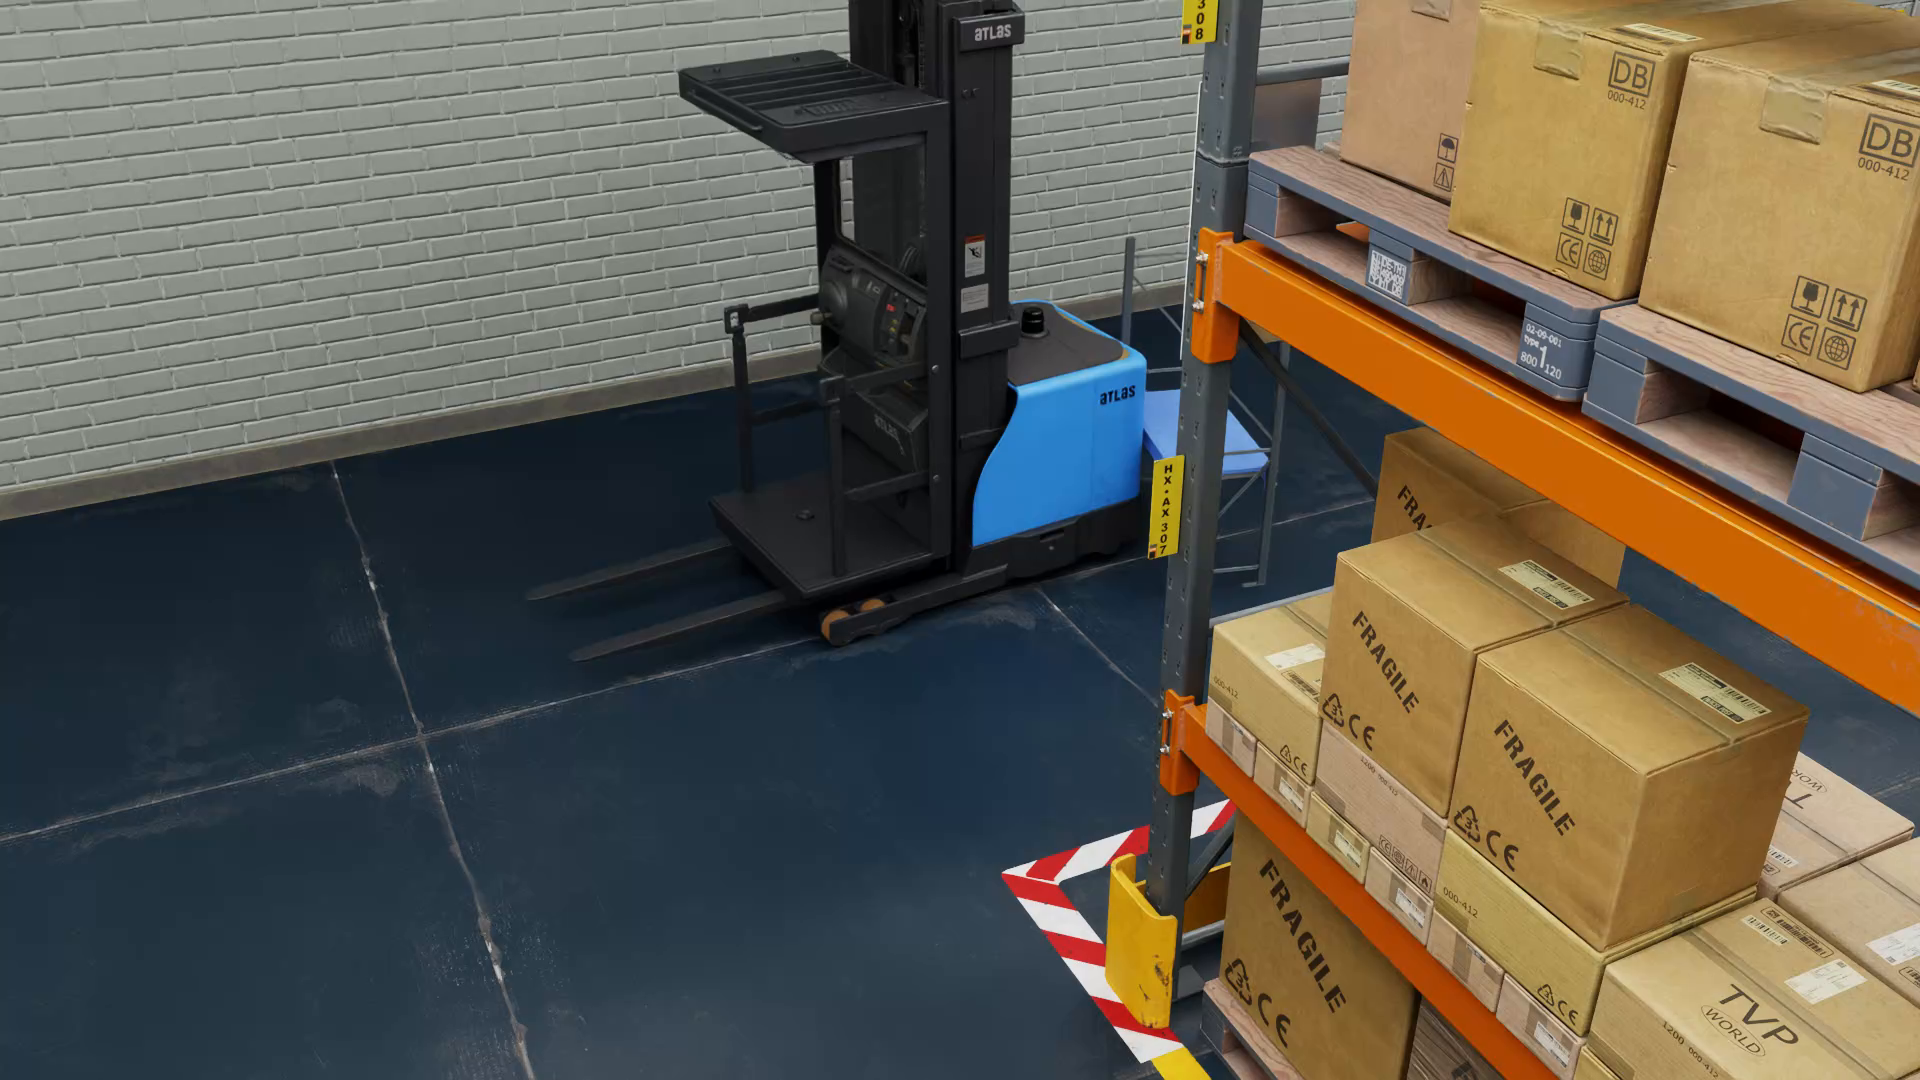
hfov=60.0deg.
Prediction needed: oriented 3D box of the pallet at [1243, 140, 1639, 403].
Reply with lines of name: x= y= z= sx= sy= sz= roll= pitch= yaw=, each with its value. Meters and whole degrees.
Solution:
pallet: x=1.437 y=-0.740 z=4.027 sx=1.003 sy=0.211 sz=1.213 roll=-13 pitch=32 yaw=-22

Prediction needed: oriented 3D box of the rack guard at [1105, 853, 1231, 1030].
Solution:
rack guard: x=1.099 y=1.283 z=5.950 sx=1.175 sy=0.500 sz=0.348 roll=-13 pitch=32 yaw=-22

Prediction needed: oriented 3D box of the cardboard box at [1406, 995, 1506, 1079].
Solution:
cardboard box: x=1.847 y=1.615 z=4.546 sx=0.875 sy=0.875 sz=0.875 roll=-13 pitch=32 yaw=-22

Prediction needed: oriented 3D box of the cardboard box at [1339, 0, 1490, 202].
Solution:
cardboard box: x=1.381 y=-1.157 z=4.045 sx=0.700 sy=0.500 sz=0.500 roll=-15 pitch=33 yaw=-25

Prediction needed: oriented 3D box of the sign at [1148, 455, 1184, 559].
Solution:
sign: x=0.605 y=-0.095 z=4.886 sx=0.100 sy=0.325 sz=0.005 roll=-13 pitch=32 yaw=-22

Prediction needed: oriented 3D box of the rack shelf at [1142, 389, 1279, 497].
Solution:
rack shelf: x=1.185 y=-0.497 z=8.470 sx=0.538 sy=0.185 sz=1.000 roll=-5 pitch=30 yaw=-10

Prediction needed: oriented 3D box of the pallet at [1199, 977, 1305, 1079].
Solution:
pallet: x=1.523 y=1.757 z=5.401 sx=1.003 sy=0.211 sz=1.213 roll=-13 pitch=32 yaw=-22

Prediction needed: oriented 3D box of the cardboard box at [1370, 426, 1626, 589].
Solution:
cardboard box: x=1.556 y=-0.028 z=4.815 sx=0.500 sy=0.500 sz=0.500 roll=-13 pitch=32 yaw=-21

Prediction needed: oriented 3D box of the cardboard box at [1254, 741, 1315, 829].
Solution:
cardboard box: x=1.075 y=0.652 z=4.777 sx=0.380 sy=0.149 sz=0.250 roll=-14 pitch=32 yaw=-23

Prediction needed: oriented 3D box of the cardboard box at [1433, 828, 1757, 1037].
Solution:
cardboard box: x=1.513 y=0.859 z=4.000 sx=0.500 sy=0.250 sz=0.500 roll=-14 pitch=32 yaw=-24

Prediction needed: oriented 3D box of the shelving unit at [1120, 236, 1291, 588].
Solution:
shelving unit: x=1.186 y=-0.654 z=8.382 sx=0.538 sy=1.500 sz=1.048 roll=-5 pitch=30 yaw=-10

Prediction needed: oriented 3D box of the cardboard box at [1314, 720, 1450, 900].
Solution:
cardboard box: x=1.300 y=0.636 z=4.398 sx=0.500 sy=0.250 sz=0.500 roll=-13 pitch=32 yaw=-23

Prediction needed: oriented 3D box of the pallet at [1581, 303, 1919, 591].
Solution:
pallet: x=1.965 y=-0.201 z=3.065 sx=1.003 sy=0.211 sz=1.213 roll=-13 pitch=32 yaw=-22

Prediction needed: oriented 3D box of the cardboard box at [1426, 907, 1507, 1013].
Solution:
cardboard box: x=1.406 y=0.993 z=4.169 sx=0.380 sy=0.149 sz=0.250 roll=-14 pitch=32 yaw=-23

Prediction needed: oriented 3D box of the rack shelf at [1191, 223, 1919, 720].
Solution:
rack shelf: x=1.968 y=0.093 z=3.187 sx=1.077 sy=0.370 sz=4.000 roll=-13 pitch=32 yaw=-22

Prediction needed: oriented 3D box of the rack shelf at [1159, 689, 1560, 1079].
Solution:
rack shelf: x=1.968 y=1.401 z=3.920 sx=1.077 sy=0.370 sz=4.000 roll=-13 pitch=32 yaw=-22

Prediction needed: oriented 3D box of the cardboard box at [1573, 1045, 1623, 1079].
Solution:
cardboard box: x=1.625 y=1.219 z=3.767 sx=0.380 sy=0.149 sz=0.250 roll=-14 pitch=32 yaw=-23

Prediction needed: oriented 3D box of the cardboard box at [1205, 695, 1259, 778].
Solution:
cardboard box: x=0.963 y=0.539 z=4.978 sx=0.380 sy=0.149 sz=0.250 roll=-13 pitch=32 yaw=-21

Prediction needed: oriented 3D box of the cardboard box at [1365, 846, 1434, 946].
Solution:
cardboard box: x=1.298 y=0.880 z=4.370 sx=0.380 sy=0.149 sz=0.250 roll=-14 pitch=32 yaw=-23

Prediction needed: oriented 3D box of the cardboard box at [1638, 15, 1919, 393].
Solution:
cardboard box: x=1.779 y=-0.664 z=3.167 sx=0.700 sy=0.500 sz=0.500 roll=-15 pitch=33 yaw=-25

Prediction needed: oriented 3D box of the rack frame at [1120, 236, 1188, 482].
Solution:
rack frame: x=1.087 y=-0.898 z=8.817 sx=0.500 sy=1.500 sz=0.032 roll=-5 pitch=30 yaw=-10

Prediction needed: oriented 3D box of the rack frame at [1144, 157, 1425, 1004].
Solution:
rack frame: x=1.109 y=0.204 z=5.320 sx=1.000 sy=3.000 sz=0.127 roll=-13 pitch=32 yaw=-22

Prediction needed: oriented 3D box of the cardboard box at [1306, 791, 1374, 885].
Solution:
cardboard box: x=1.185 y=0.765 z=4.575 sx=0.380 sy=0.149 sz=0.250 roll=-14 pitch=32 yaw=-23

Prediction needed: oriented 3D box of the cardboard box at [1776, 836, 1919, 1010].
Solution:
cardboard box: x=2.220 y=0.976 z=3.792 sx=0.500 sy=0.250 sz=0.500 roll=-13 pitch=32 yaw=-22

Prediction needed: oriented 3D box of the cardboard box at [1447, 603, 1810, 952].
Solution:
cardboard box: x=1.514 y=0.529 z=3.821 sx=0.500 sy=0.500 sz=0.500 roll=-14 pitch=32 yaw=-23

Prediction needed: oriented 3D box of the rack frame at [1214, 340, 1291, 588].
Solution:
rack frame: x=1.285 y=-0.411 z=7.948 sx=0.500 sy=1.500 sz=0.032 roll=-5 pitch=30 yaw=-10

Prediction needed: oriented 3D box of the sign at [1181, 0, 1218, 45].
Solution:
sign: x=0.605 y=-1.407 z=4.150 sx=0.100 sy=0.325 sz=0.005 roll=-13 pitch=32 yaw=-22

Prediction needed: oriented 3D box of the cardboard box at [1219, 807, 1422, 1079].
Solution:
cardboard box: x=1.456 y=1.213 z=5.263 sx=0.875 sy=0.875 sz=0.875 roll=-13 pitch=32 yaw=-22

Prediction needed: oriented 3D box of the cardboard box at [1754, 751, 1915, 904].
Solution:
cardboard box: x=1.993 y=0.747 z=4.201 sx=0.500 sy=0.250 sz=0.500 roll=-14 pitch=32 yaw=-24

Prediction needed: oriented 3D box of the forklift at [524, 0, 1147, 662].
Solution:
forklift: x=-0.589 y=-1.073 z=7.666 sx=3.031 sy=2.935 sz=1.130 roll=-17 pitch=33 yaw=-27

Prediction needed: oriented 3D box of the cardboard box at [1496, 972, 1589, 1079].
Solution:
cardboard box: x=1.518 y=1.107 z=3.966 sx=0.380 sy=0.149 sz=0.250 roll=-13 pitch=32 yaw=-23

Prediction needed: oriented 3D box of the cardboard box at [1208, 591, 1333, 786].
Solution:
cardboard box: x=1.071 y=0.408 z=4.805 sx=0.500 sy=0.250 sz=0.500 roll=-14 pitch=32 yaw=-23

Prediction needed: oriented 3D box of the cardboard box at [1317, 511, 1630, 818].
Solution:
cardboard box: x=1.286 y=0.302 z=4.227 sx=0.500 sy=0.500 sz=0.500 roll=-14 pitch=32 yaw=-23

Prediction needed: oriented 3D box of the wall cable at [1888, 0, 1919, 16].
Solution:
wall cable: x=7.618 y=-4.820 z=13.208 sx=0.585 sy=1.953 sz=0.123 roll=-13 pitch=32 yaw=-22

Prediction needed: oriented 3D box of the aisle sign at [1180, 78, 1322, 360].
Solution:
aisle sign: x=0.807 y=-0.899 z=4.628 sx=0.394 sy=0.787 sz=0.004 roll=-13 pitch=32 yaw=-22

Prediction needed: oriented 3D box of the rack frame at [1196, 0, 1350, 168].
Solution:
rack frame: x=1.109 y=-2.413 z=3.853 sx=1.000 sy=3.000 sz=0.127 roll=-13 pitch=32 yaw=-22

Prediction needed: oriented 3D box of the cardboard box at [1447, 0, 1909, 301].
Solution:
cardboard box: x=1.513 y=-0.883 z=3.557 sx=0.700 sy=0.500 sz=0.500 roll=-14 pitch=32 yaw=-24

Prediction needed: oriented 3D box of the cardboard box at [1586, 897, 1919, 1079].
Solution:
cardboard box: x=1.742 y=1.088 z=3.591 sx=0.500 sy=0.250 sz=0.500 roll=-14 pitch=32 yaw=-23

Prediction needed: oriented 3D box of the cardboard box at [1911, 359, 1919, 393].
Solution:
cardboard box: x=2.113 y=-0.440 z=2.768 sx=0.700 sy=0.500 sz=0.500 roll=-12 pitch=31 yaw=-20
